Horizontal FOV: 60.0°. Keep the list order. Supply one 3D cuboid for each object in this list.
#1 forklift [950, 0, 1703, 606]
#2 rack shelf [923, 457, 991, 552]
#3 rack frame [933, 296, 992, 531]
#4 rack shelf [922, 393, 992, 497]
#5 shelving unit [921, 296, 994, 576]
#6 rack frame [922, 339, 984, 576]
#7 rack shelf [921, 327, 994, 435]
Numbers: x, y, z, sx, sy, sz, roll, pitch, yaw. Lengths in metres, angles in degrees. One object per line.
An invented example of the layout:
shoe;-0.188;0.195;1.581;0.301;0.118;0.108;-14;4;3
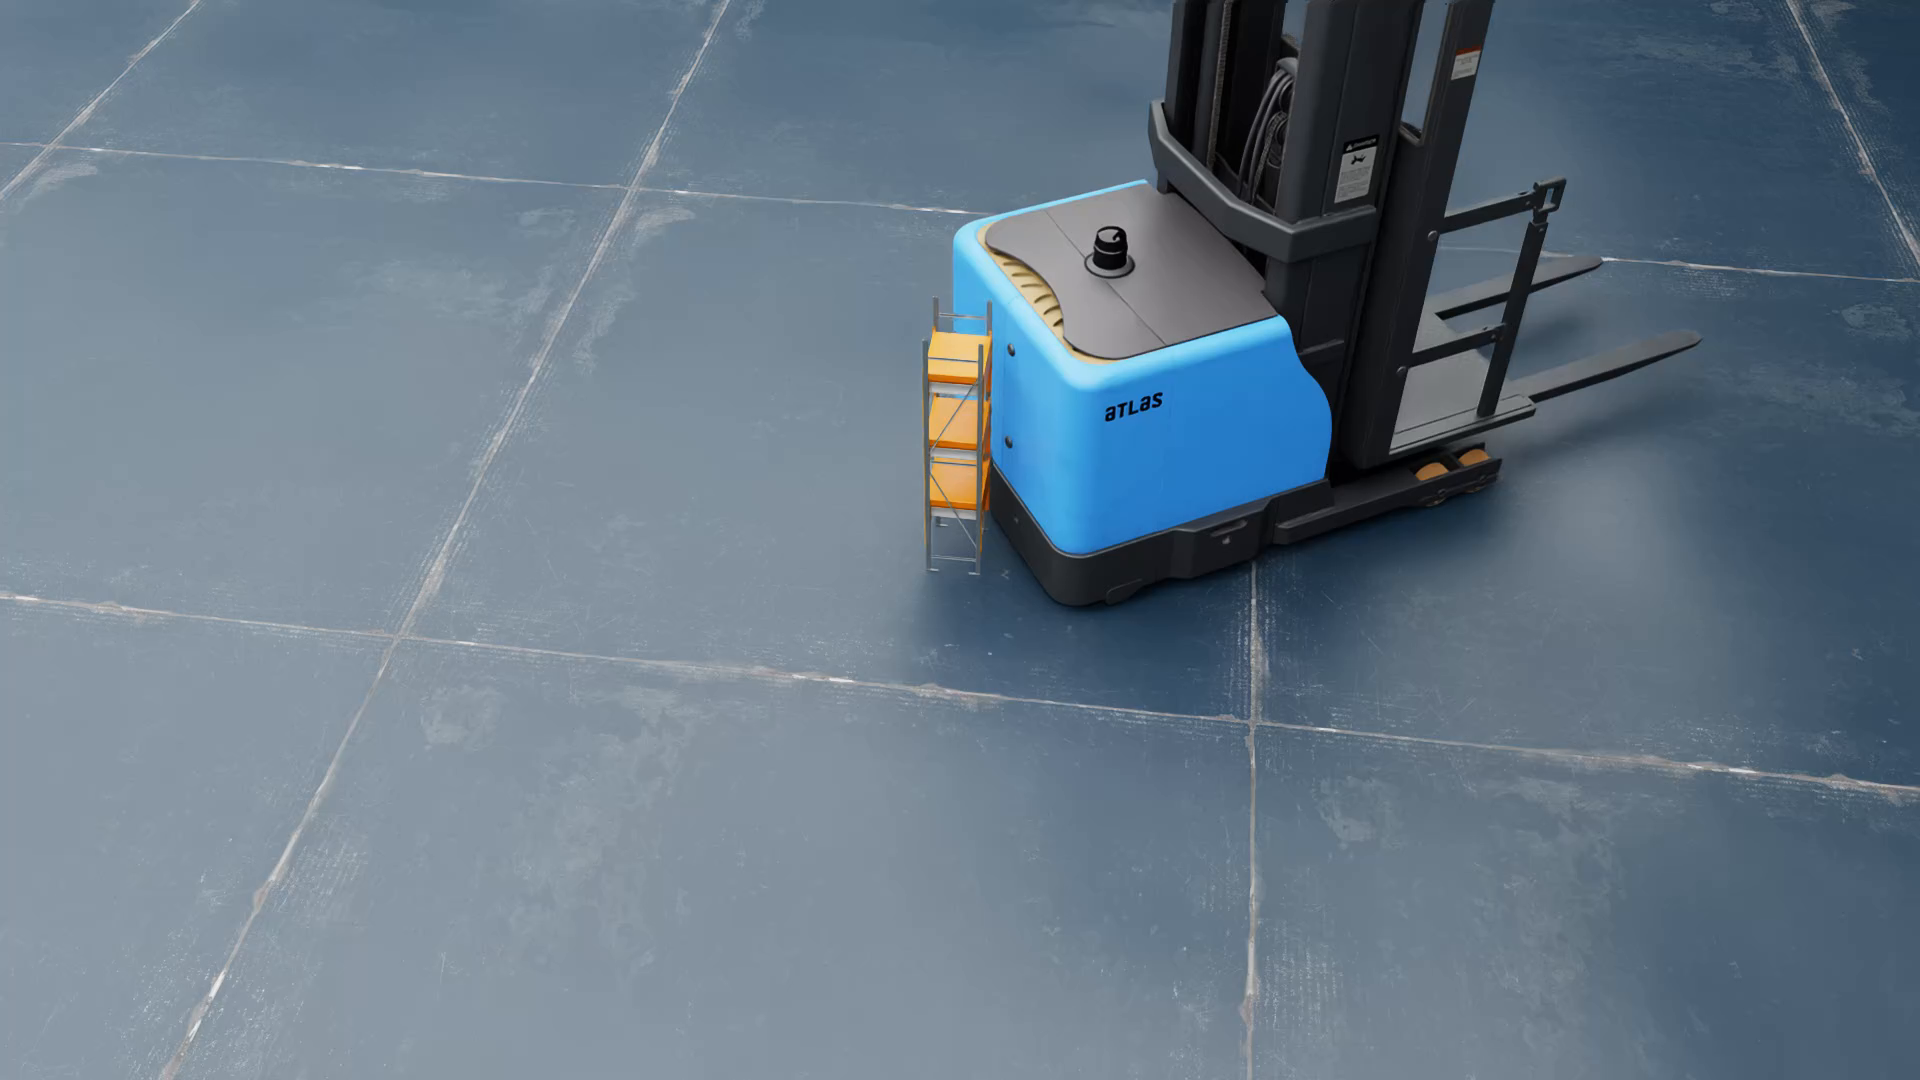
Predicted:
forklift;1.524;-1.510;5.713;3.031;2.935;1.130;-17;46;-17
rack shelf;-0.008;-0.135;6.048;0.215;0.259;0.240;5;44;5
rack frame;0.008;-0.428;5.938;0.200;1.050;0.008;5;44;5
rack shelf;-0.008;-0.337;5.857;0.215;0.259;0.240;5;44;5
shelving unit;-0.008;-0.345;5.850;0.215;1.050;0.252;5;44;5
rack frame;-0.024;-0.262;5.762;0.200;1.050;0.008;5;44;5
rack shelf;-0.007;-0.543;5.662;0.215;0.259;0.240;5;44;5
